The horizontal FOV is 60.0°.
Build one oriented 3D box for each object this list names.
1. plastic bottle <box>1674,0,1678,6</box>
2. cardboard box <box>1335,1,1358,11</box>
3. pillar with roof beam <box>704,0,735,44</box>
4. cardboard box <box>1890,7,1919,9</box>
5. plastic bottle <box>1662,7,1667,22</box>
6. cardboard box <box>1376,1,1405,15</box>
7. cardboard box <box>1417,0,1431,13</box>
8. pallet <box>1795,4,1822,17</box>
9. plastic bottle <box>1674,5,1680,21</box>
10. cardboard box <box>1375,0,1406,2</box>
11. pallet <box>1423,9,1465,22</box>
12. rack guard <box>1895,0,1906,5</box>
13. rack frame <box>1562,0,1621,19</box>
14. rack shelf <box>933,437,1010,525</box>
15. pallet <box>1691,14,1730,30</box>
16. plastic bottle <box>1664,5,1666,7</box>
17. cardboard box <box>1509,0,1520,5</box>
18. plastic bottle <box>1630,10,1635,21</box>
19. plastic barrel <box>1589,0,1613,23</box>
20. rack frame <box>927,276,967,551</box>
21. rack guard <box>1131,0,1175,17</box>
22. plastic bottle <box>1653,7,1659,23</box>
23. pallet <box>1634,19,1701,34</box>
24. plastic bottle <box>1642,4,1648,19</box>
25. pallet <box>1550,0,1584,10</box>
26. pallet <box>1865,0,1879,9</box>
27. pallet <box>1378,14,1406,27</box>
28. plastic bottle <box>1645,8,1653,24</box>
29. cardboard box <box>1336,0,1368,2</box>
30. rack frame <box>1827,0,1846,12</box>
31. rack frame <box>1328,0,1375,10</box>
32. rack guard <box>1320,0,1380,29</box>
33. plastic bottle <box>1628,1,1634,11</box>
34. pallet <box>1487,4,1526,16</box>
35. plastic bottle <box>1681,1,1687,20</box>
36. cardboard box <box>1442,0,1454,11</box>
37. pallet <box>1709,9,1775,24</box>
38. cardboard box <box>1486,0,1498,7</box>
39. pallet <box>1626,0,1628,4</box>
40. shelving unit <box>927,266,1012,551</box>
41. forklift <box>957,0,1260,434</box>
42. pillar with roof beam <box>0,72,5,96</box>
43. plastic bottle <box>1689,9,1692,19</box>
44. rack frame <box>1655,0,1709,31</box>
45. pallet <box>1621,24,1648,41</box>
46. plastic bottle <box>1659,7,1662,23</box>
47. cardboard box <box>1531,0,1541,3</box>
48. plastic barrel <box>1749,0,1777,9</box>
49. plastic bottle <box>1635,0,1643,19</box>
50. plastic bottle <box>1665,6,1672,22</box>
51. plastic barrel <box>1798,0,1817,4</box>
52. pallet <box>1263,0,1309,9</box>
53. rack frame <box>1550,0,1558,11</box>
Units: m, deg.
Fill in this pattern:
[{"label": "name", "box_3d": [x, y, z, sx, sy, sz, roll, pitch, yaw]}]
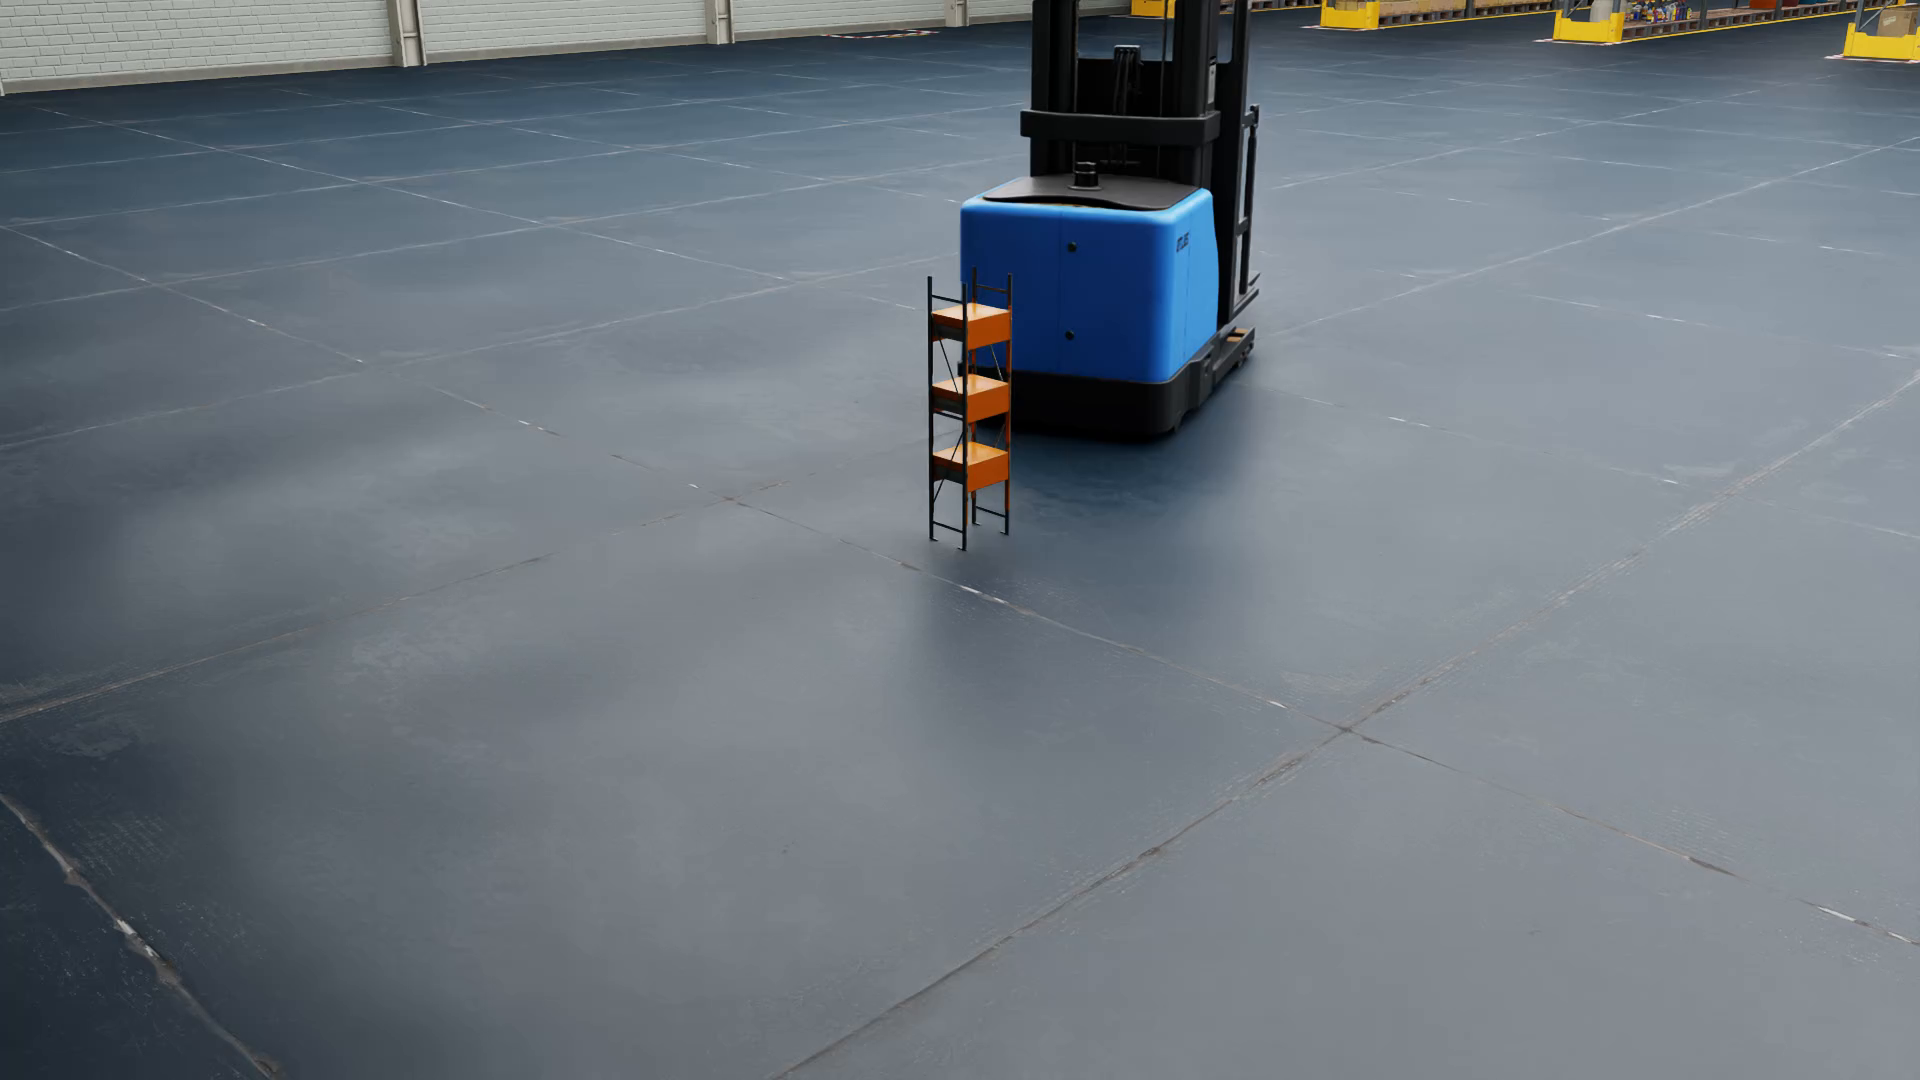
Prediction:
[{"label": "plastic bottle", "box_3d": [13.794, -10.233, 32.097, 0.144, 0.351, 0.185, 19, 28, 41]}, {"label": "cardboard box", "box_3d": [7.965, -10.803, 33.747, 0.500, 0.250, 0.500, 19, 28, 41]}, {"label": "pillar with roof beam", "box_3d": [-1.167, -11.952, 25.127, 9.100, 9.000, 0.400, 19, 28, 41]}, {"label": "cardboard box", "box_3d": [15.738, -8.546, 27.527, 0.500, 0.500, 0.500, -12, 24, -28]}, {"label": "plastic bottle", "box_3d": [13.288, -9.924, 31.402, 0.097, 0.271, 0.097, 0, 21, 0]}, {"label": "cardboard box", "box_3d": [8.683, -10.803, 33.746, 0.500, 0.250, 0.500, 19, 28, 41]}, {"label": "cardboard box", "box_3d": [9.384, -11.058, 34.412, 0.500, 0.250, 0.500, 19, 28, 41]}, {"label": "pallet", "box_3d": [18.301, -11.718, 36.767, 1.003, 0.211, 1.213, 19, 28, 41]}, {"label": "plastic bottle", "box_3d": [13.679, -10.064, 31.750, 0.133, 0.283, 0.061, -18, 27, -39]}, {"label": "cardboard box", "box_3d": [8.684, -11.152, 33.611, 0.500, 0.500, 0.500, 19, 28, 41]}, {"label": "pallet", "box_3d": [10.008, -11.211, 35.449, 1.003, 0.211, 1.213, 19, 28, 41]}, {"label": "rack guard", "box_3d": [22.518, -13.393, 40.723, 1.175, 0.500, 0.348, 19, 28, 41]}, {"label": "rack frame", "box_3d": [11.349, -10.438, 29.550, 1.000, 3.000, 0.127, 19, 28, 41]}, {"label": "rack shelf", "box_3d": [0.037, -0.234, 6.526, 0.215, 0.259, 0.240, 19, 28, 41]}, {"label": "pallet", "box_3d": [14.660, -10.376, 33.276, 1.003, 0.211, 1.213, 19, 28, 41]}, {"label": "plastic bottle", "box_3d": [13.446, -10.052, 31.720, 0.061, 0.283, 0.133, 19, 28, 41]}, {"label": "cardboard box", "box_3d": [12.125, -12.056, 37.008, 0.500, 0.250, 0.500, -20, 28, -41]}, {"label": "plastic bottle", "box_3d": [12.838, -10.037, 31.794, 0.097, 0.201, 0.097, 0, 21, 0]}, {"label": "plastic barrel", "box_3d": [11.754, -9.661, 30.411, 0.421, 0.512, 0.421, 0, 21, 0]}, {"label": "rack frame", "box_3d": [-0.048, -0.472, 6.340, 0.200, 1.050, 0.008, 19, 28, 41]}, {"label": "rack guard", "box_3d": [4.304, -11.770, 36.500, 1.175, 0.500, 0.348, 19, 28, 41]}, {"label": "plastic bottle", "box_3d": [13.008, -9.817, 31.107, 0.133, 0.283, 0.061, -20, 28, -41]}, {"label": "pallet", "box_3d": [13.641, -10.002, 32.303, 1.003, 0.211, 1.213, 19, 28, 41]}, {"label": "plastic bottle", "box_3d": [13.265, -10.227, 32.190, 0.097, 0.271, 0.097, 0, 21, 0]}, {"label": "pallet", "box_3d": [13.932, -12.616, 39.103, 1.003, 0.211, 1.213, 19, 28, 41]}, {"label": "pallet", "box_3d": [21.057, -12.735, 39.412, 1.003, 0.211, 1.213, 19, 28, 41]}, {"label": "pallet", "box_3d": [8.306, -10.584, 33.817, 1.003, 0.211, 1.213, 19, 28, 41]}, {"label": "plastic bottle", "box_3d": [12.837, -9.758, 30.970, 0.097, 0.271, 0.097, 0, 21, 0]}, {"label": "cardboard box", "box_3d": [7.964, -11.153, 33.614, 0.500, 0.500, 0.500, 19, 28, 41]}, {"label": "rack frame", "box_3d": [19.721, -13.522, 37.575, 1.000, 3.000, 0.127, 19, 28, 41]}, {"label": "rack frame", "box_3d": [7.803, -11.678, 32.778, 1.000, 3.000, 0.127, 19, 28, 41]}, {"label": "rack guard", "box_3d": [7.786, -10.505, 33.210, 1.175, 0.500, 0.348, 19, 28, 41]}, {"label": "plastic bottle", "box_3d": [12.851, -10.173, 31.941, 0.144, 0.351, 0.185, 19, 28, 40]}, {"label": "pallet", "box_3d": [11.930, -11.919, 37.291, 1.003, 0.211, 1.213, 19, 28, 41]}, {"label": "plastic bottle", "box_3d": [13.897, -10.197, 32.003, 0.144, 0.351, 0.185, 18, 28, 39]}, {"label": "cardboard box", "box_3d": [10.070, -11.319, 35.090, 0.500, 0.250, 0.500, 19, 28, 41]}, {"label": "pallet", "box_3d": [16.362, -11.003, 34.907, 1.003, 0.211, 1.213, 19, 28, 41]}, {"label": "cardboard box", "box_3d": [11.410, -11.792, 36.320, 0.500, 0.250, 0.500, -19, 28, -41]}, {"label": "pallet", "box_3d": [15.634, -13.243, 40.735, 1.003, 0.211, 1.213, 19, 28, 41]}, {"label": "shelving unit", "box_3d": [0.037, -0.504, 6.422, 0.215, 1.050, 0.252, 19, 28, 41]}, {"label": "forklift", "box_3d": [0.988, -2.352, 8.607, 1.130, 2.935, 3.031, 8, 22, 20]}, {"label": "pillar with roof beam", "box_3d": [-9.539, -8.867, 17.102, 9.100, 9.000, 0.400, 19, 28, 41]}, {"label": "plastic bottle", "box_3d": [14.110, -10.194, 32.202, 0.097, 0.201, 0.097, 0, 21, 0]}, {"label": "rack frame", "box_3d": [14.140, -11.466, 32.225, 1.000, 3.000, 0.127, 19, 28, 41]}, {"label": "pallet", "box_3d": [11.939, -9.375, 30.671, 1.003, 0.211, 1.213, 19, 28, 41]}, {"label": "plastic bottle", "box_3d": [13.146, -9.871, 31.266, 0.097, 0.271, 0.097, 0, 21, 0]}, {"label": "cardboard box", "box_3d": [12.834, -12.318, 37.688, 0.500, 0.250, 0.500, 19, 28, 40]}, {"label": "plastic barrel", "box_3d": [17.259, -11.807, 35.552, 0.600, 0.830, 0.708, 19, 28, 41]}, {"label": "plastic bottle", "box_3d": [13.148, -10.283, 32.225, 0.144, 0.351, 0.185, 18, 27, 38]}, {"label": "plastic bottle", "box_3d": [13.422, -9.989, 31.566, 0.135, 0.276, 0.152, -20, 28, -41]}, {"label": "plastic barrel", "box_3d": [18.835, -12.421, 37.050, 0.600, 0.901, 0.708, 19, 28, 41]}, {"label": "pallet", "box_3d": [7.584, -12.844, 39.698, 1.003, 0.211, 1.213, 19, 28, 41]}, {"label": "rack frame", "box_3d": [13.384, -13.735, 38.128, 1.000, 3.000, 0.127, 19, 28, 41]}]
